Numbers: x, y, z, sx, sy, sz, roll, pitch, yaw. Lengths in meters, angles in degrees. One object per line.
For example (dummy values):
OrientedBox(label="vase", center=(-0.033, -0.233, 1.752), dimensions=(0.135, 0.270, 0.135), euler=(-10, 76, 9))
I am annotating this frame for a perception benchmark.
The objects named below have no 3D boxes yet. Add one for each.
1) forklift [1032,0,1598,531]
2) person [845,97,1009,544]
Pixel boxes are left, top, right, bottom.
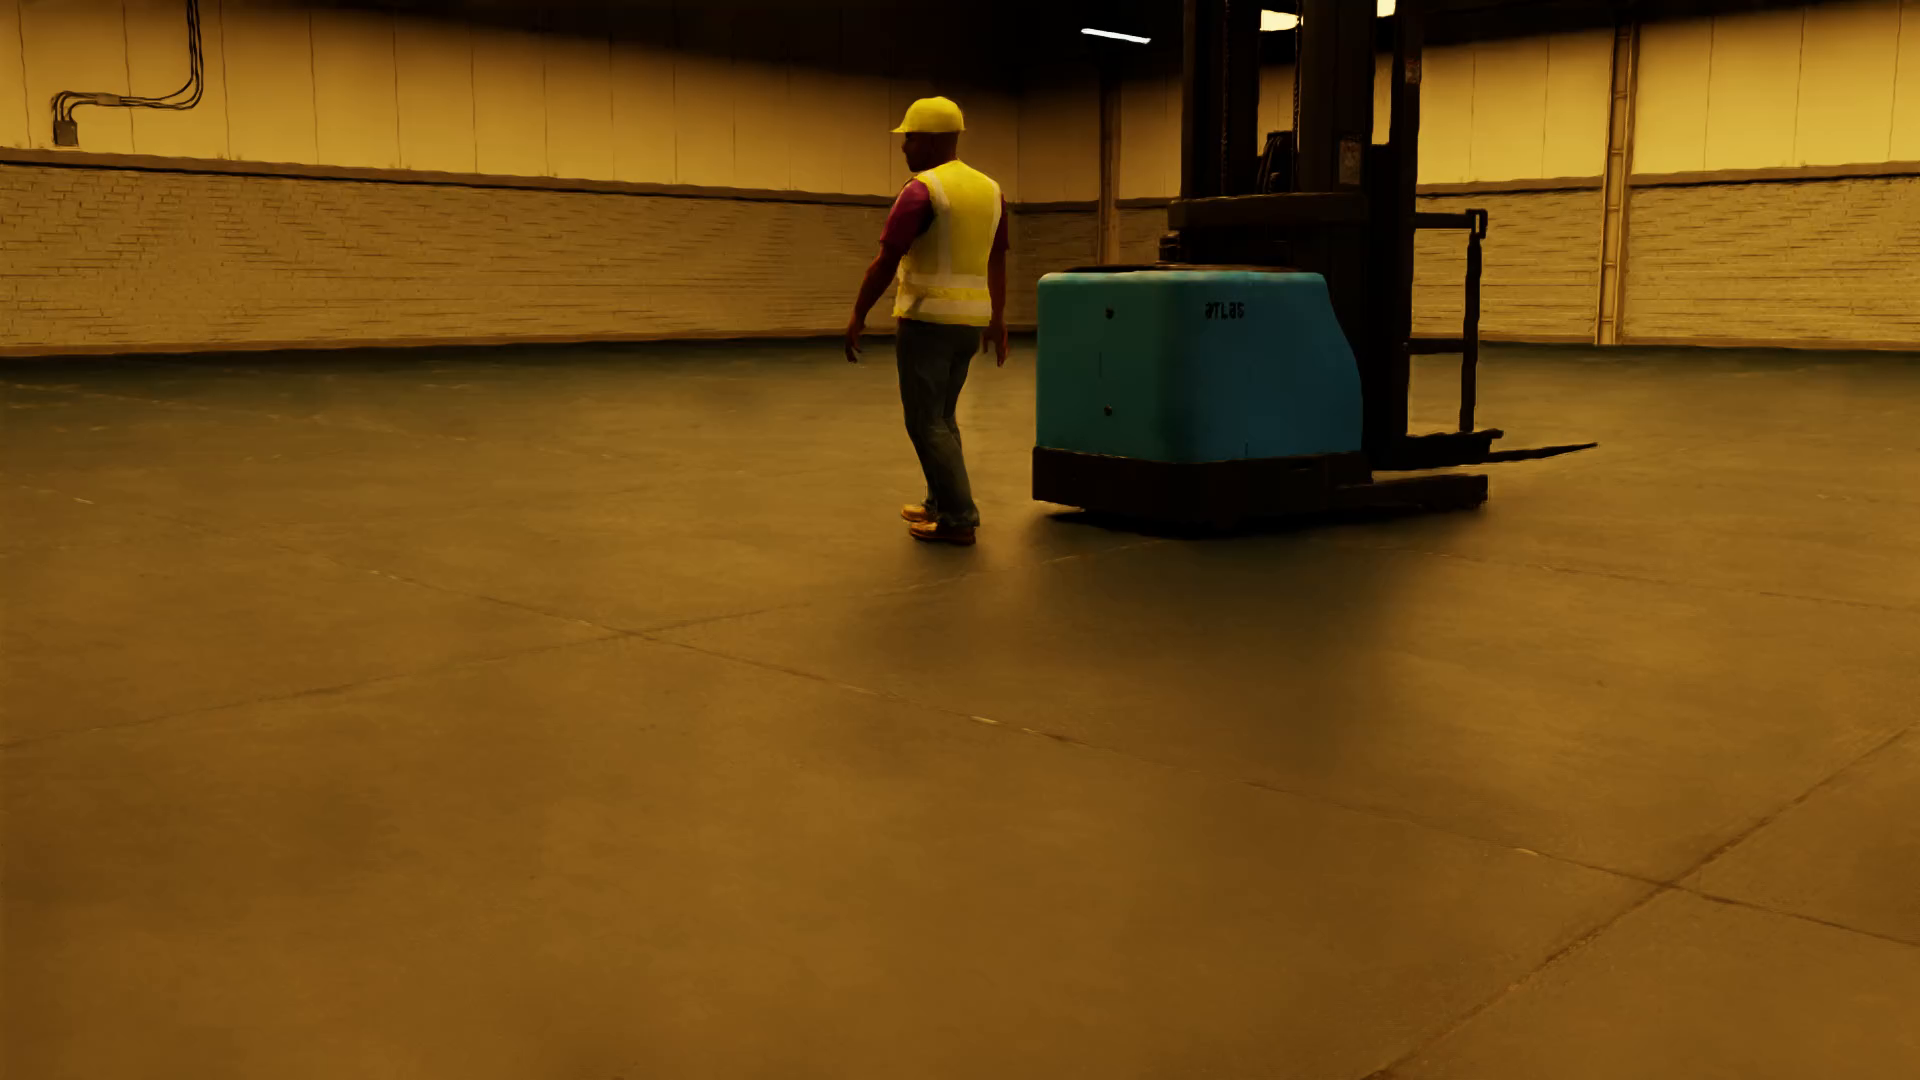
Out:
OrientedBox(label="forklift", center=(1.827, -1.633, 7.721), dimensions=(3.031, 2.935, 1.130), euler=(-6, 10, -34))
OrientedBox(label="person", center=(-0.155, -0.874, 6.695), dimensions=(0.596, 1.754, 0.723), euler=(6, 11, 36))
